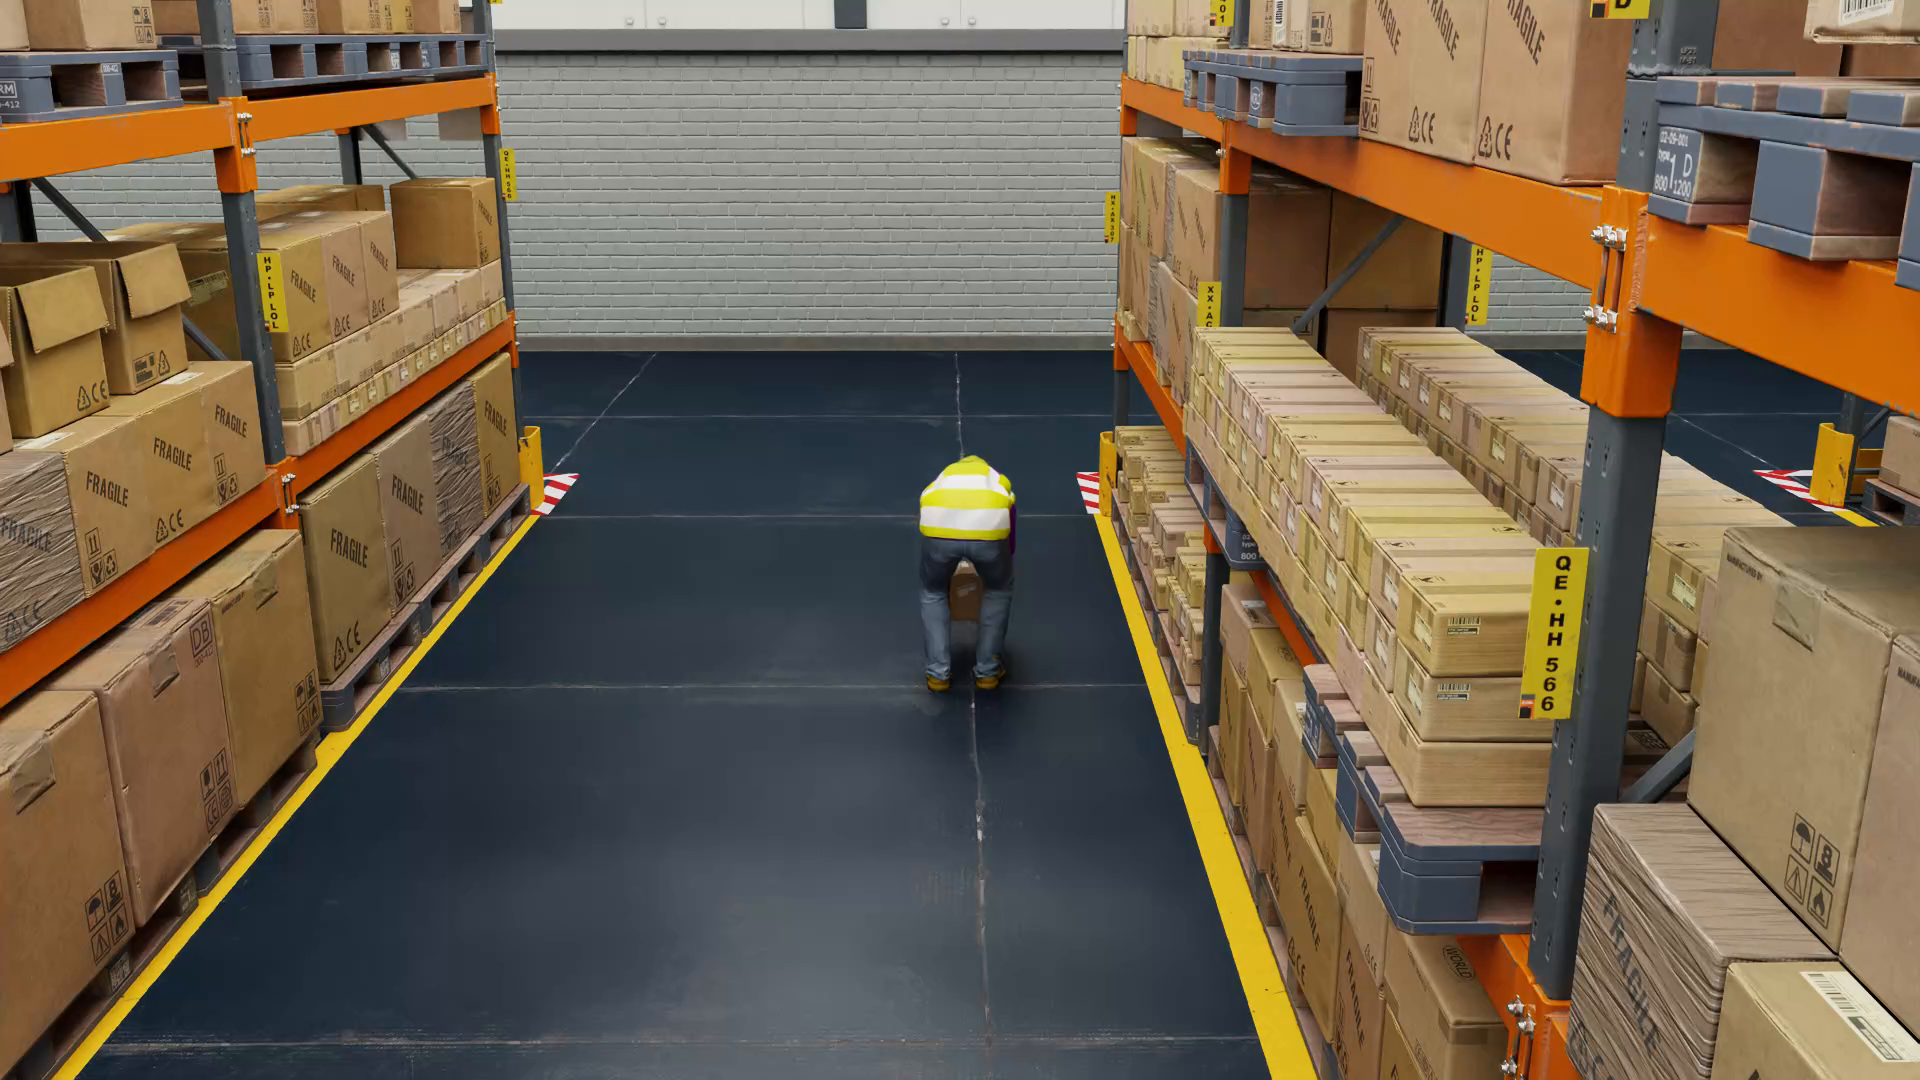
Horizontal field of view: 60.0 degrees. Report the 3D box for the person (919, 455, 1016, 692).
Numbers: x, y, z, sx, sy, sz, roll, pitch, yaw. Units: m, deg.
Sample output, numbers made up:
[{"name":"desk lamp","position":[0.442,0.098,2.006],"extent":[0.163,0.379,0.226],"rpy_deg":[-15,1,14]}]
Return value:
[{"name":"person","position":[0.033,0.133,8.260],"extent":[0.481,1.064,0.982],"rpy_deg":[1,17,3]}]
